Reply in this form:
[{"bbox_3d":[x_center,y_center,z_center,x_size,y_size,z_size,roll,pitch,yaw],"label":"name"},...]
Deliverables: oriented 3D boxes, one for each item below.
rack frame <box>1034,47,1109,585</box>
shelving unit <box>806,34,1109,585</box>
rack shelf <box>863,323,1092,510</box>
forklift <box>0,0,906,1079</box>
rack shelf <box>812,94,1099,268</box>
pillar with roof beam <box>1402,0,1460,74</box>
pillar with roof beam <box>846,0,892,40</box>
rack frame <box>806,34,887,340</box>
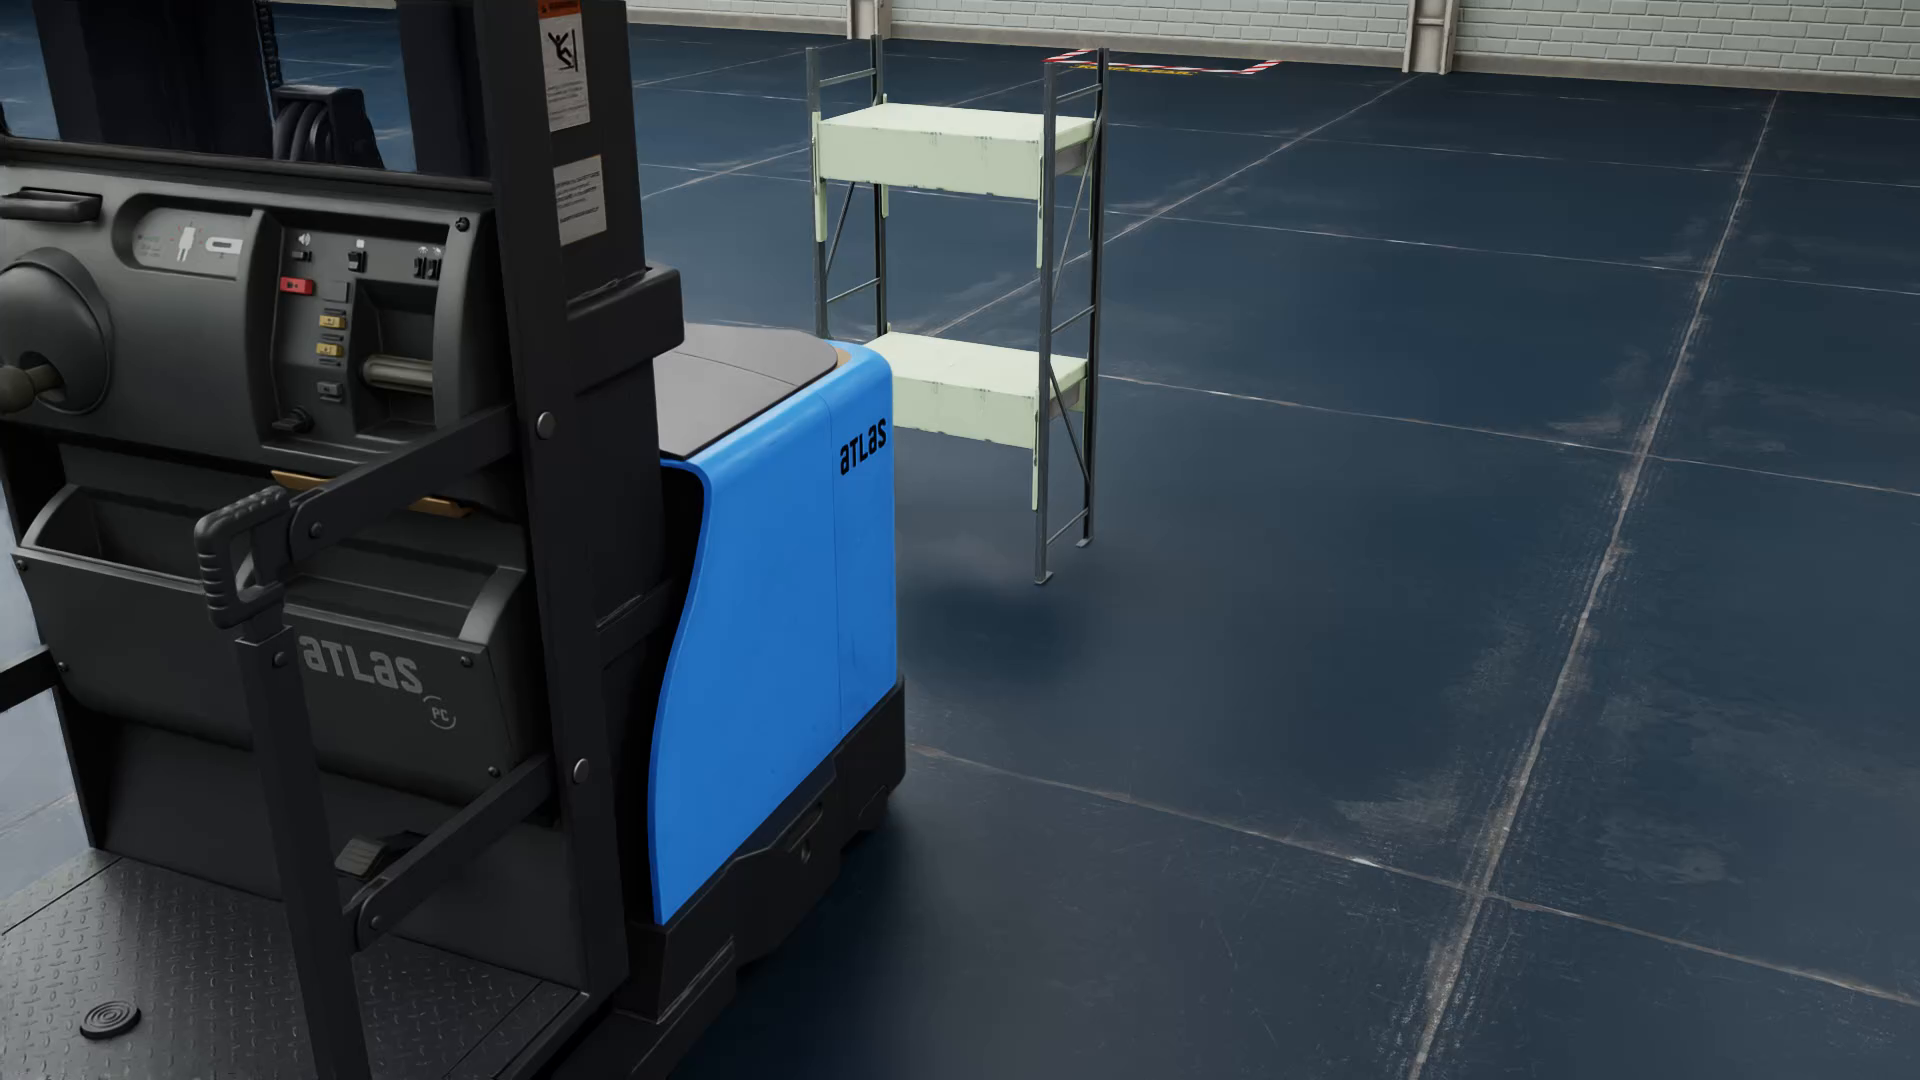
[{"bbox_3d":[0.321,-0.627,4.807,0.023,1.500,0.400,11,25,25],"label":"rack frame"},{"bbox_3d":[-0.006,-0.691,4.959,0.755,1.500,0.431,11,25,25],"label":"shelving unit"},{"bbox_3d":[-0.006,-0.391,5.087,0.720,0.370,0.431,11,25,25],"label":"rack shelf"},{"bbox_3d":[-1.162,-0.307,2.226,1.130,2.935,3.031,9,25,21],"label":"forklift"},{"bbox_3d":[-0.006,-1.050,4.807,0.720,0.370,0.431,11,25,25],"label":"rack shelf"},{"bbox_3d":[2.431,-7.029,10.280,0.400,9.000,9.100,11,25,25],"label":"pillar with roof beam"},{"bbox_3d":[-2.923,-8.089,12.772,0.400,9.000,9.100,11,25,25],"label":"pillar with roof beam"},{"bbox_3d":[-0.333,-0.756,5.111,0.023,1.500,0.400,11,25,25],"label":"rack frame"}]
